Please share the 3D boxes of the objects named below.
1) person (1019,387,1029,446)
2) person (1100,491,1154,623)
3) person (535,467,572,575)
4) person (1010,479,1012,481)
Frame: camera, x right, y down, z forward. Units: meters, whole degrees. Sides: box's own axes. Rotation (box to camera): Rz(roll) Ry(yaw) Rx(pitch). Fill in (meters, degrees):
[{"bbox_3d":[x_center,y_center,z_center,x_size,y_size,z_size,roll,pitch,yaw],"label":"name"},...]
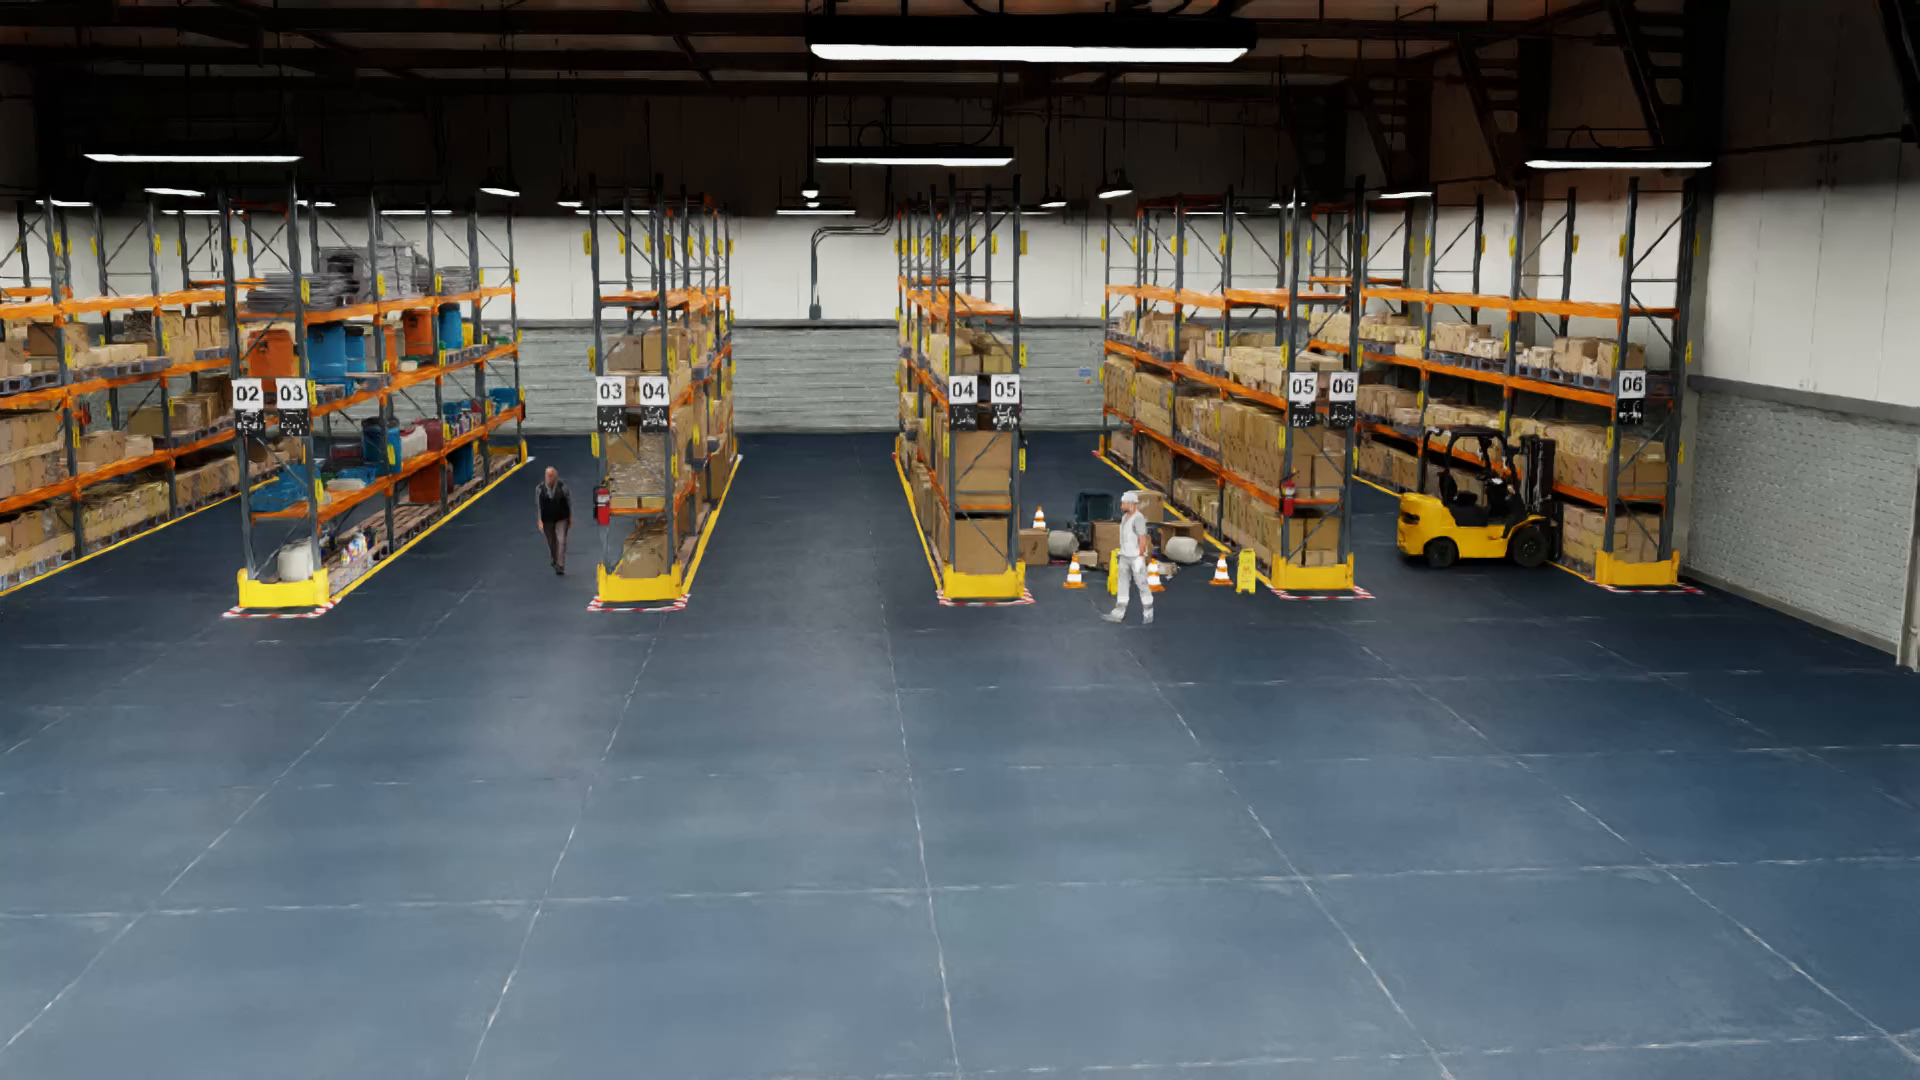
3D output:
[{"bbox_3d":[1.366,-3.104,41.854,0.460,1.513,0.739,-8,13,-39],"label":"person"},{"bbox_3d":[2.260,0.227,22.304,0.630,1.789,0.675,-5,11,-25],"label":"person"},{"bbox_3d":[-6.302,-0.324,25.739,0.543,1.648,1.115,0,10,-2],"label":"person"},{"bbox_3d":[0.935,-2.106,35.729,0.432,1.677,0.499,-7,12,-35],"label":"person"}]
